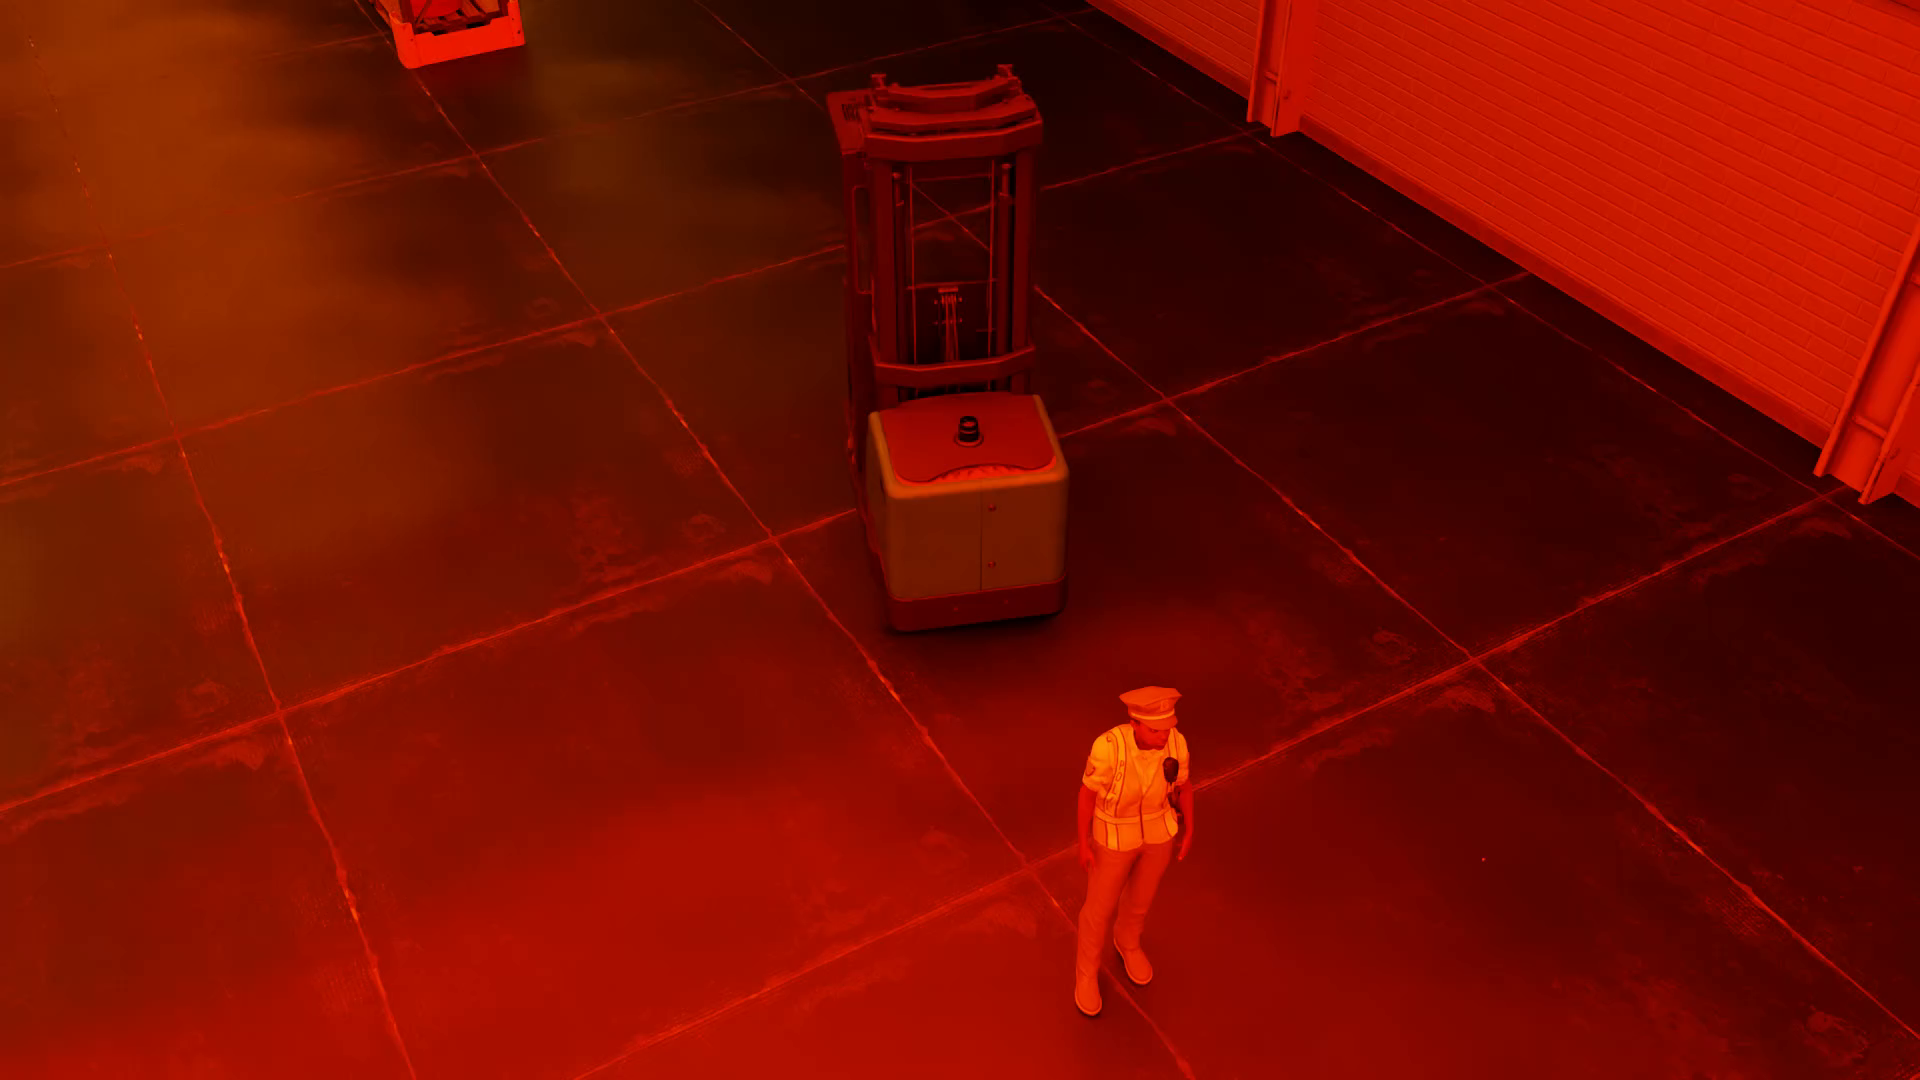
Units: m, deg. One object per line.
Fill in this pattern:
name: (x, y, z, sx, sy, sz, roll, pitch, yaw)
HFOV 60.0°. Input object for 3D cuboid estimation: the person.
person: (0.777, 1.351, 7.364, 0.570, 1.695, 0.530, -8, 40, -10)

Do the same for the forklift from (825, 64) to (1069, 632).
forklift: (-0.158, -1.545, 9.898, 1.130, 2.935, 3.031, -7, 40, -8)
